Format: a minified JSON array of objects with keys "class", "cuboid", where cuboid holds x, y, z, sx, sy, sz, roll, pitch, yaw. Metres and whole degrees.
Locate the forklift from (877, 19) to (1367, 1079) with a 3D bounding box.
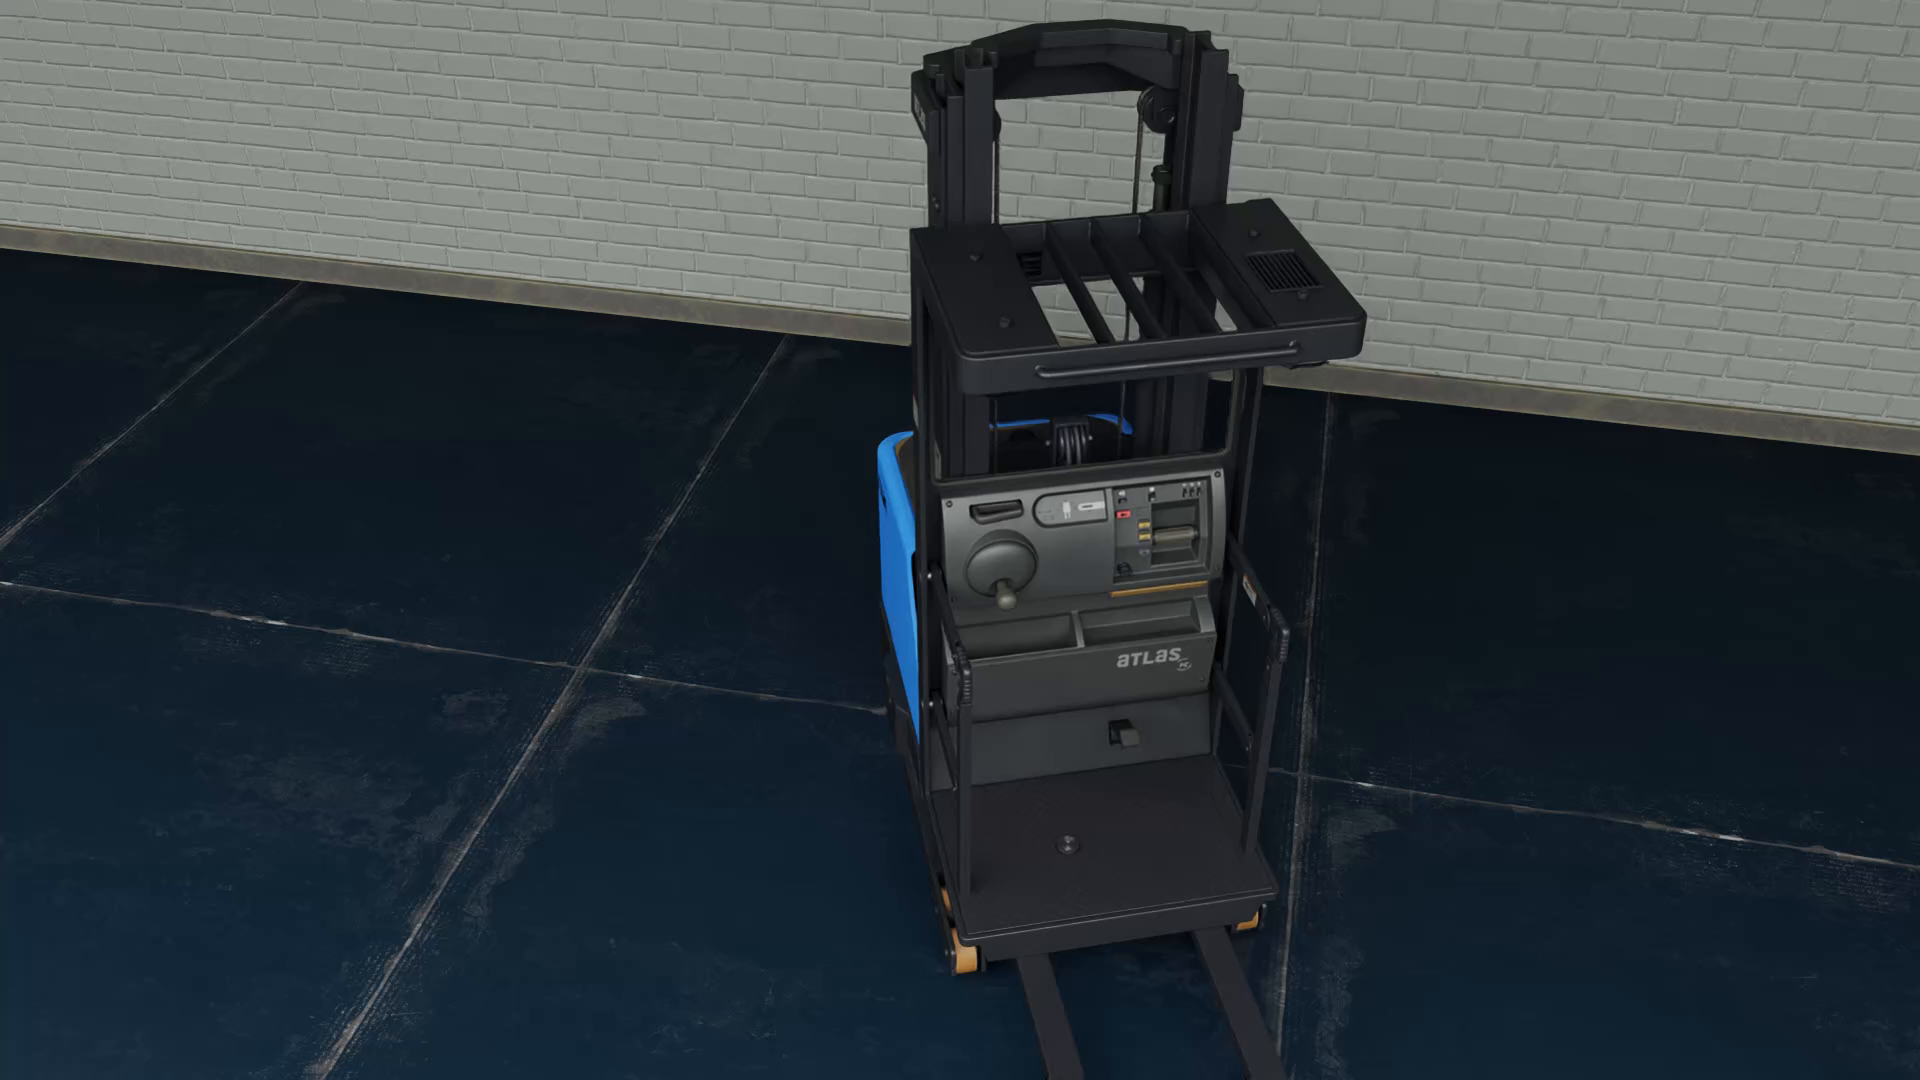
[{"class":"forklift","cuboid":[0.446,0.059,5.171,1.130,2.935,3.031,-6,36,-9]}]
